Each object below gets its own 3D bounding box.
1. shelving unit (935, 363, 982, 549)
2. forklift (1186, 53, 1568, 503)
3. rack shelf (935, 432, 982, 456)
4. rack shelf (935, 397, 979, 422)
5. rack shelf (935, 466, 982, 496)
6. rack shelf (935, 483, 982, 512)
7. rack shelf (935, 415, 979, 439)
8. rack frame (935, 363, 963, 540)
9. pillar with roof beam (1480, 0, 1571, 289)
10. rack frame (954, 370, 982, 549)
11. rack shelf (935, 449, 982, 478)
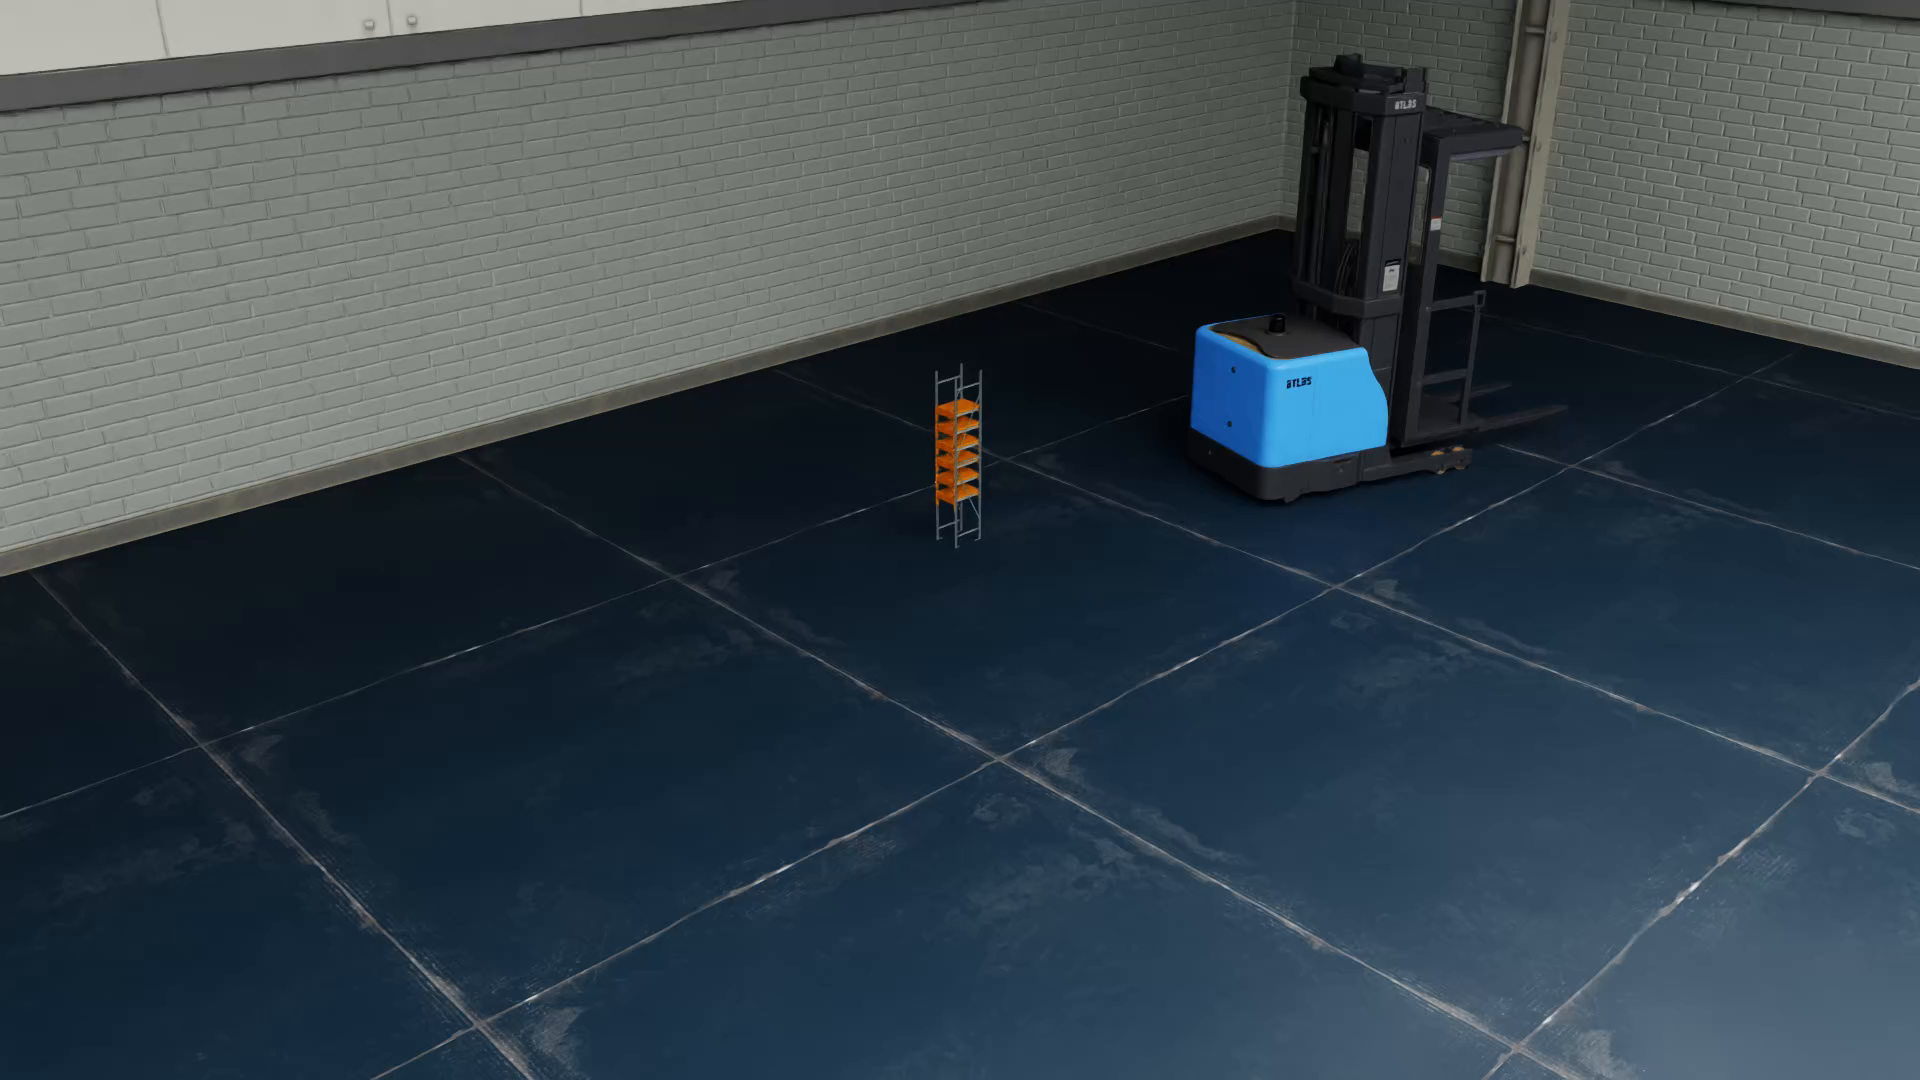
[{"bbox_3d":[-0.010,-0.550,11.011,0.258,1.200,0.189,-21,32,-38],"label":"shelving unit"},{"bbox_3d":[3.247,-2.008,12.119,3.031,2.935,1.130,-12,27,-24],"label":"forklift"},{"bbox_3d":[-0.010,-0.619,10.979,0.258,0.103,0.180,-21,32,-38],"label":"rack shelf"},{"bbox_3d":[-0.010,-0.837,10.880,0.258,0.103,0.180,-21,32,-38],"label":"rack shelf"},{"bbox_3d":[-0.010,-0.401,11.079,0.258,0.103,0.180,-21,32,-38],"label":"rack shelf"},{"bbox_3d":[-0.010,-0.291,11.129,0.258,0.103,0.180,-21,32,-38],"label":"rack shelf"},{"bbox_3d":[-0.010,-0.728,10.929,0.258,0.103,0.180,-21,32,-38],"label":"rack shelf"},{"bbox_3d":[-0.072,-0.578,11.071,0.240,1.200,0.006,-21,32,-38],"label":"rack frame"},{"bbox_3d":[2.442,-5.519,12.505,9.100,9.000,0.400,-21,32,-38],"label":"pillar with roof beam"},{"bbox_3d":[0.053,-0.523,10.950,0.240,1.200,0.006,-21,32,-38],"label":"rack frame"},{"bbox_3d":[-0.010,-0.510,11.029,0.258,0.103,0.180,-21,32,-38],"label":"rack shelf"}]
